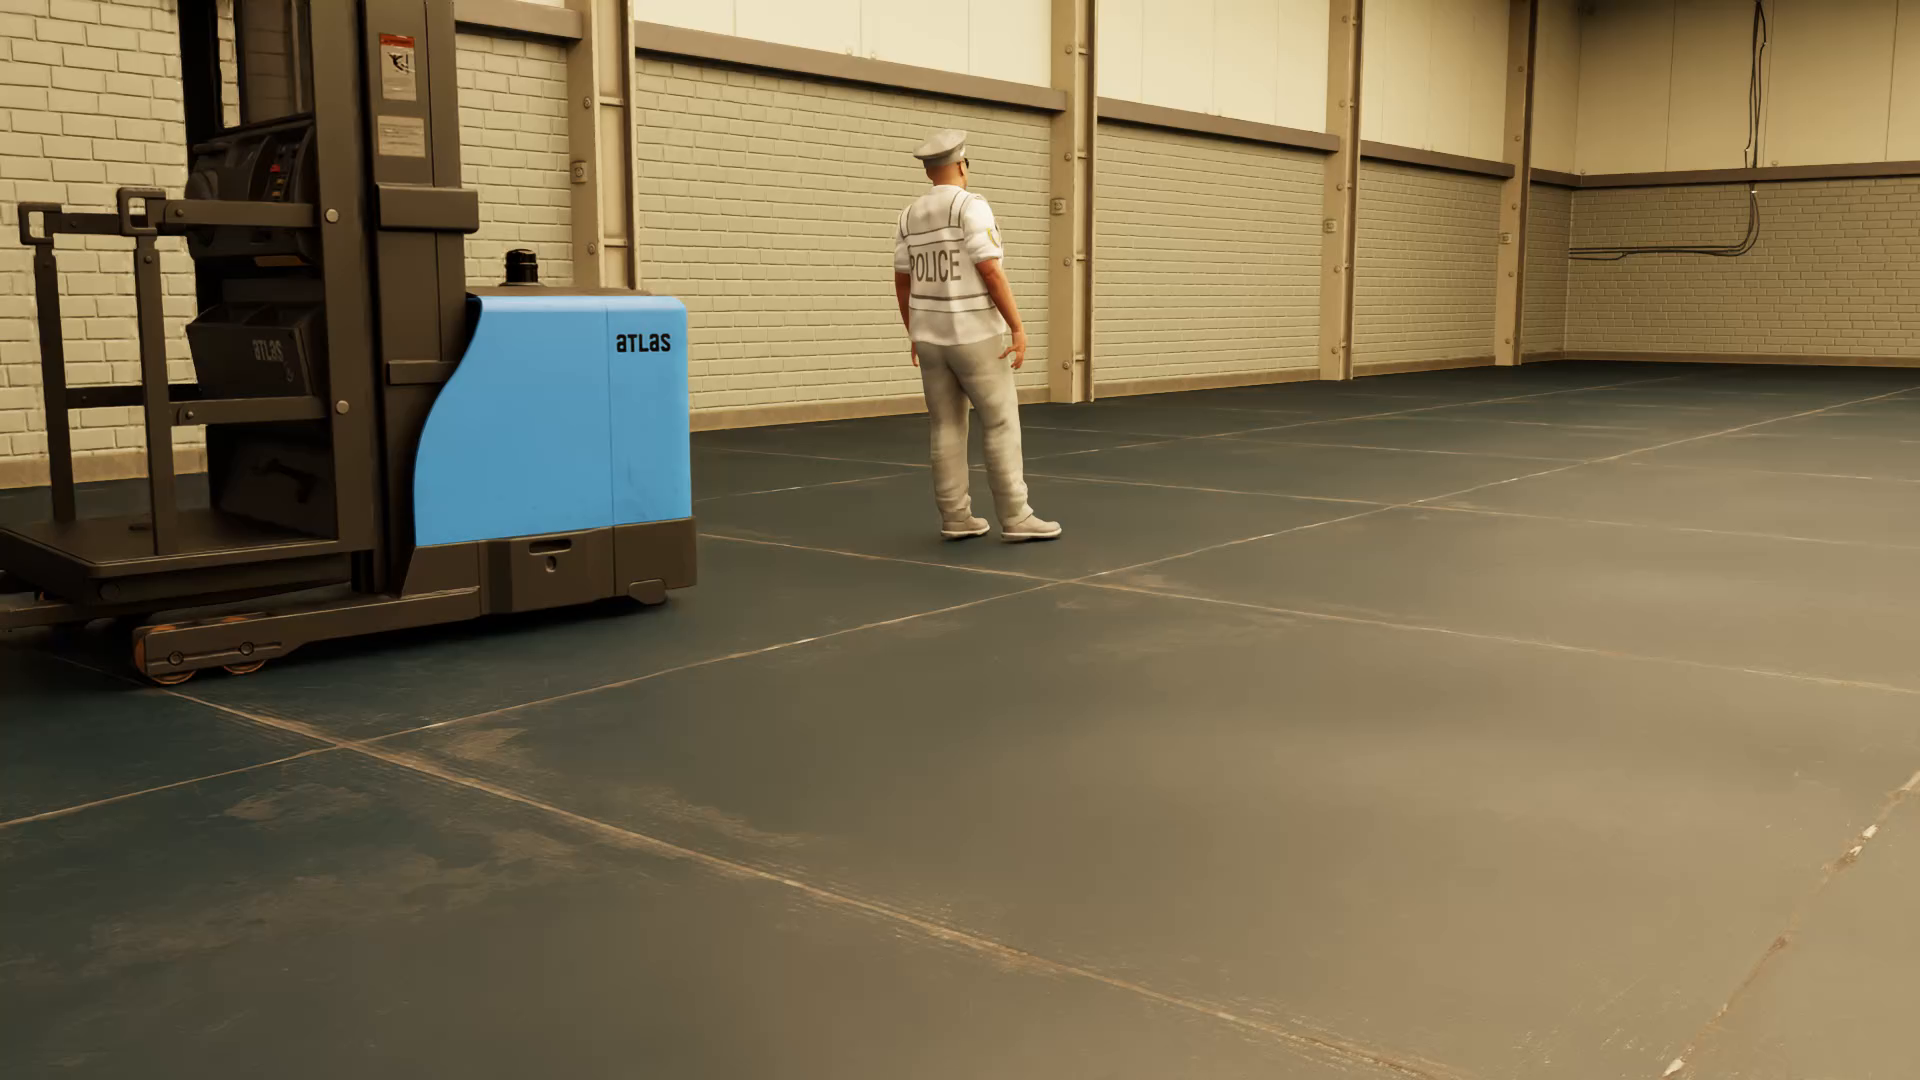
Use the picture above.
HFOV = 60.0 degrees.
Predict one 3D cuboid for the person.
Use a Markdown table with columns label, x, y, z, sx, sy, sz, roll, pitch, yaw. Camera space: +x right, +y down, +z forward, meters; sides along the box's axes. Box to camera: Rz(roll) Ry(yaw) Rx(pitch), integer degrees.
| label | x | y | z | sx | sy | sz | roll | pitch | yaw |
| --- | --- | --- | --- | --- | --- | --- | --- | --- | --- |
| person | 0.058 | -0.897 | 7.328 | 0.641 | 1.781 | 0.574 | 7 | 11 | 38 |

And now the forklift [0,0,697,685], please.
| label | x | y | z | sx | sy | sz | roll | pitch | yaw |
| --- | --- | --- | --- | --- | --- | --- | --- | --- | --- |
| forklift | -2.350 | -1.131 | 5.008 | 3.031 | 2.935 | 1.130 | -8 | 11 | -42 |
